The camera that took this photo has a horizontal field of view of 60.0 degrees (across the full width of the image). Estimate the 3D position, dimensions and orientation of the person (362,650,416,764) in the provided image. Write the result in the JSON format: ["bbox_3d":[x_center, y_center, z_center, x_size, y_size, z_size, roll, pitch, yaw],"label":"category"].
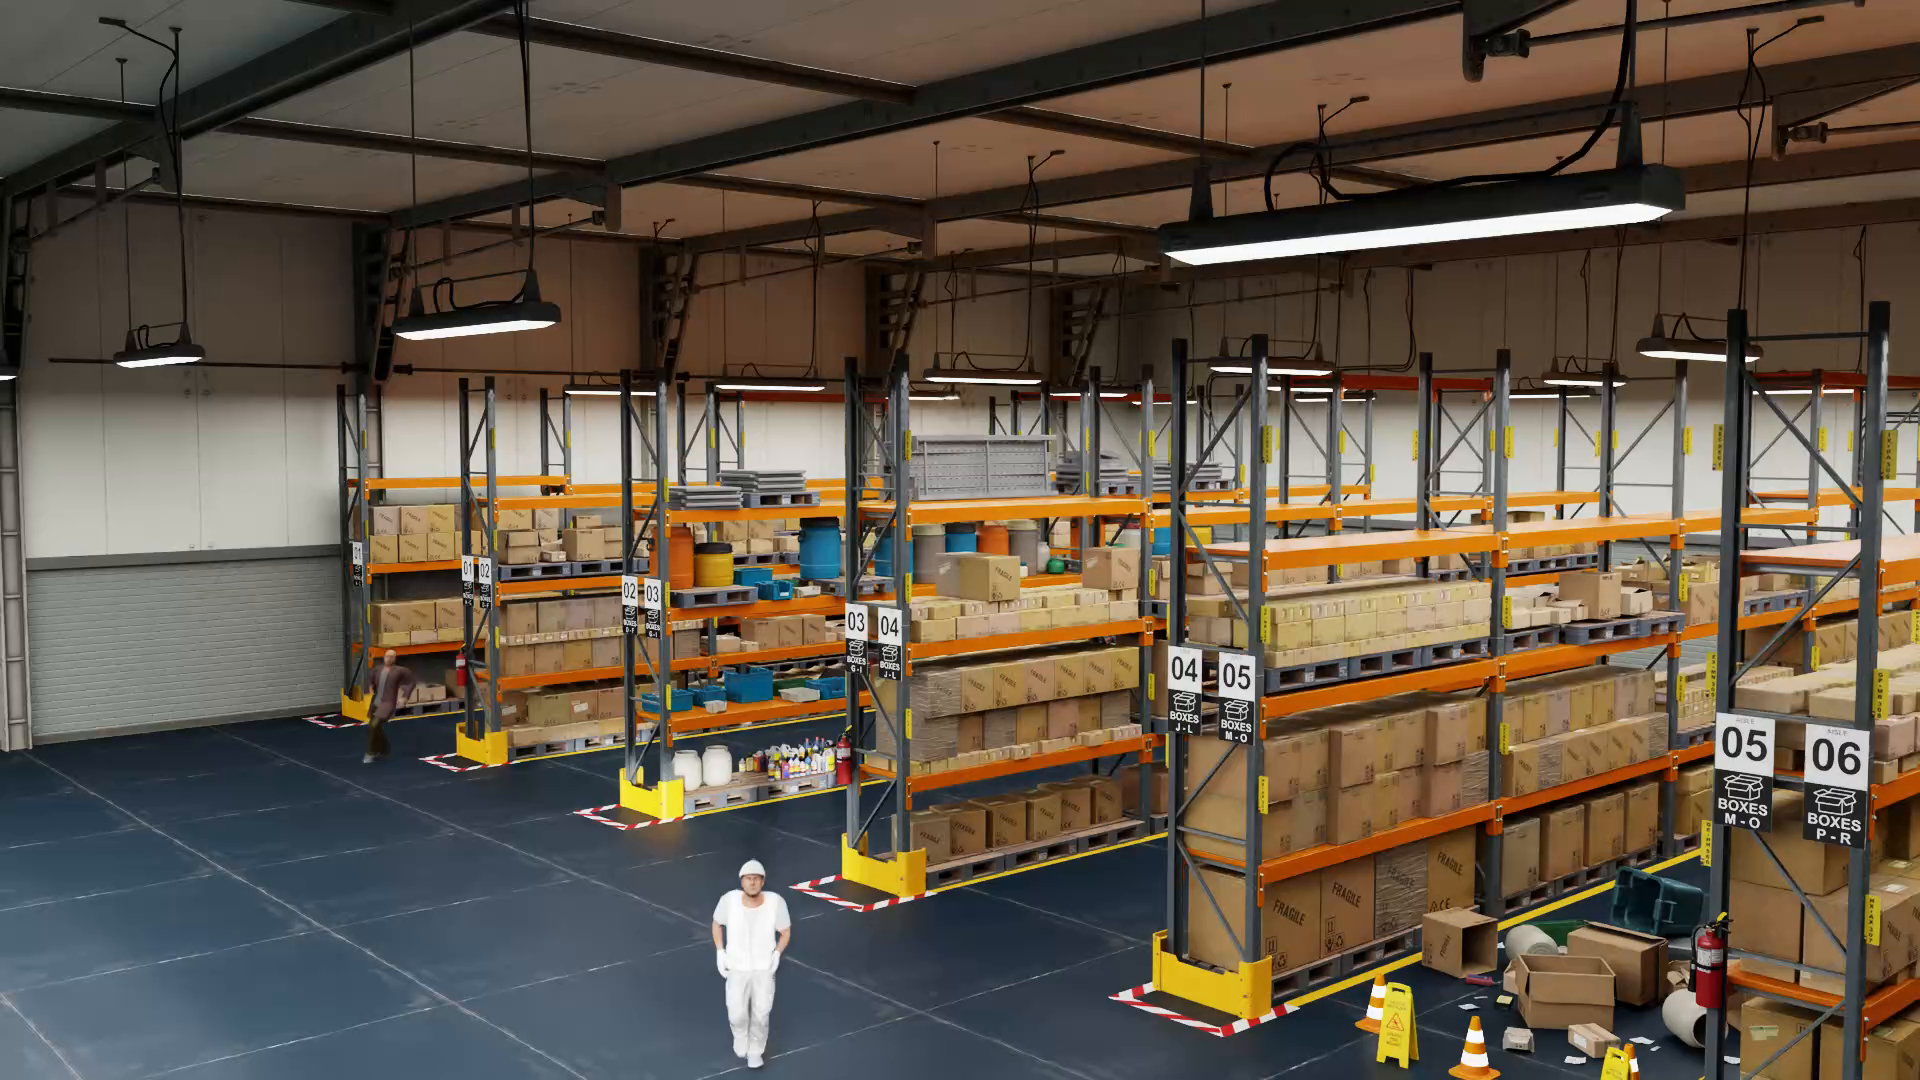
[{"bbox_3d":[-9.018,2.603,26.050,0.708,1.769,0.742,2,4,22],"label":"person"}]

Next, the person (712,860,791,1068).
[{"bbox_3d":[-1.673,3.427,13.377,0.631,1.715,0.601,-1,4,-8],"label":"person"}]
